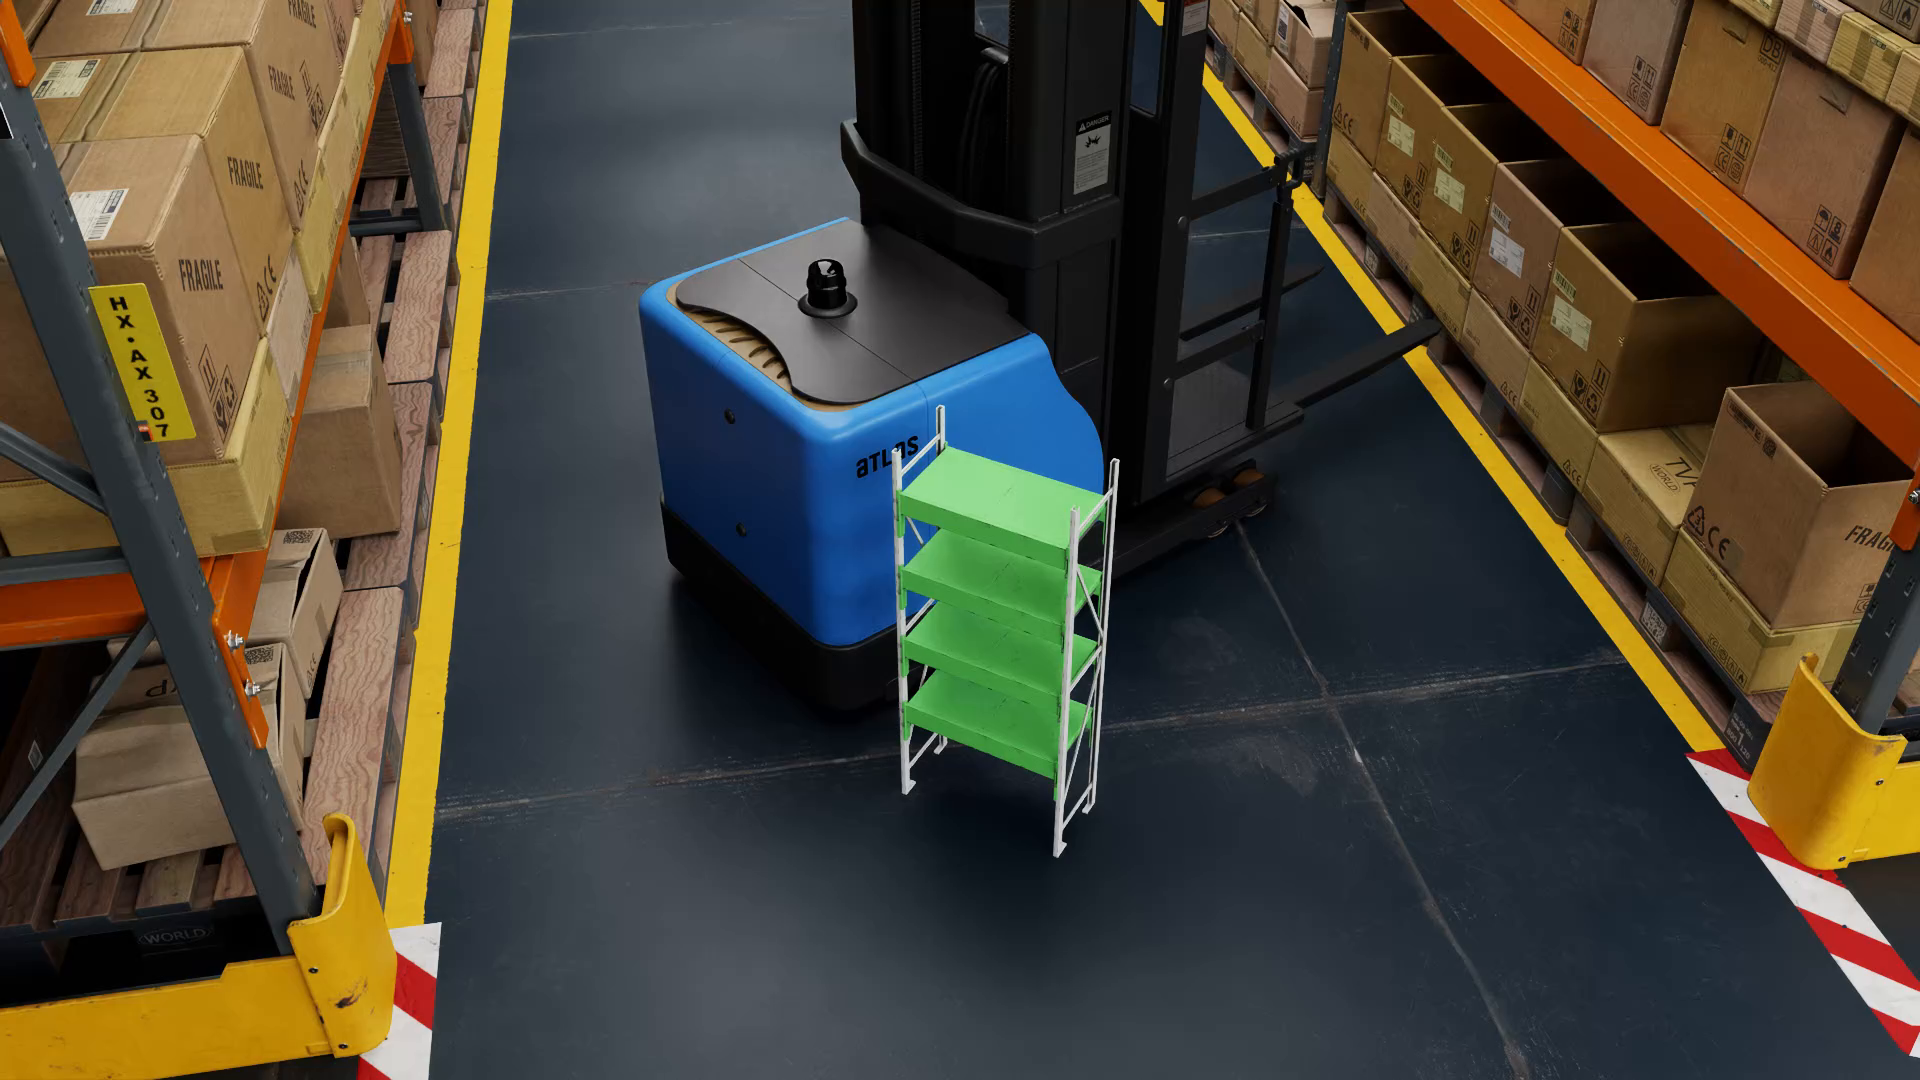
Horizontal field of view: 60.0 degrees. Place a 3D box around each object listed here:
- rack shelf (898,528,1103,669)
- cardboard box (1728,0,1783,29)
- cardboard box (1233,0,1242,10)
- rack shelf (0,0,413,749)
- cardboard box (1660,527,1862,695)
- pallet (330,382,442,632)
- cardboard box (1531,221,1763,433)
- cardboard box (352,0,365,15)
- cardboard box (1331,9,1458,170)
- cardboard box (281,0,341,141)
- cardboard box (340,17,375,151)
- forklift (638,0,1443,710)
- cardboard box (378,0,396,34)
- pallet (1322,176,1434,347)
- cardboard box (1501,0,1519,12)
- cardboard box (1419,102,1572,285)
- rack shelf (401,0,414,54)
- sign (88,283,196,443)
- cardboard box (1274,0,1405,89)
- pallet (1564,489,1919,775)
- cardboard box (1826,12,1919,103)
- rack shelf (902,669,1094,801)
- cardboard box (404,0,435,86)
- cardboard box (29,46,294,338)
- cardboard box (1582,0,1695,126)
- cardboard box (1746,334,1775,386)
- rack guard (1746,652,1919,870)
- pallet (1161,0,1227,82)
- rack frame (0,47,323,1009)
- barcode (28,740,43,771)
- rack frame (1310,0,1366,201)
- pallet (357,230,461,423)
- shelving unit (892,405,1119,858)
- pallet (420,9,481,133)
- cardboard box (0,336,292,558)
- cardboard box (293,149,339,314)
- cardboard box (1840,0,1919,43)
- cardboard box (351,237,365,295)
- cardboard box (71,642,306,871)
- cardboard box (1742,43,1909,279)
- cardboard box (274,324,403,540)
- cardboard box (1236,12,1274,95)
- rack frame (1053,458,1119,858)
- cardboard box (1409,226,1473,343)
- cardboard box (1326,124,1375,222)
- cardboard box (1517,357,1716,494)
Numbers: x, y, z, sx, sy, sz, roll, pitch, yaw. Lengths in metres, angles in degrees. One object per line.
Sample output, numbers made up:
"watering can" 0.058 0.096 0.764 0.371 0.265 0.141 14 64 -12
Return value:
"rack shelf" 0.110 0.129 4.318 0.480 0.148 0.258 19 42 23
"cardboard box" 2.429 -1.579 4.728 0.380 0.149 0.250 -5 38 -7
"cardboard box" 1.627 -2.997 8.604 0.500 0.311 0.500 -6 38 -8
"rack shelf" -2.363 -0.839 4.971 1.077 0.370 4.000 -6 38 -8
"cardboard box" 2.479 0.178 4.975 0.500 0.250 0.500 -6 38 -8
"pallet" -2.344 -0.090 5.693 1.003 0.211 1.213 -6 38 -8
"cardboard box" 2.287 -0.721 5.520 0.500 0.500 0.500 -6 38 -8
"cardboard box" -2.233 -2.023 5.404 0.500 0.500 0.500 -6 38 -8
"cardboard box" 1.936 -1.929 7.075 0.500 0.500 0.500 -6 38 -8
"cardboard box" -2.064 -1.404 4.606 0.500 0.500 0.500 -5 38 -7
"cardboard box" -2.150 -1.422 5.242 0.500 0.250 0.500 -6 38 -8
"forklift" 0.488 -1.396 5.158 3.031 2.935 1.130 -26 45 -30
"cardboard box" -2.332 -2.026 6.019 0.500 0.250 0.500 -6 38 -8
"pallet" 2.261 -1.280 7.226 1.003 0.211 1.213 -6 38 -8
"cardboard box" 2.346 -2.321 6.210 0.700 0.500 0.500 -7 38 -8
"cardboard box" 2.111 -1.325 6.298 0.500 0.500 0.500 -6 38 -8
"rack shelf" -3.064 -3.255 8.081 1.077 0.370 4.000 -6 38 -8
"sign" -1.478 -0.316 3.006 0.100 0.325 0.005 -6 38 -8
"cardboard box" 1.810 -2.382 7.812 0.500 0.311 0.500 -6 38 -8
"pallet" 2.689 0.193 5.329 1.003 0.211 1.213 -6 38 -8
"cardboard box" 2.517 -1.269 4.328 0.380 0.149 0.250 -7 38 -9
"rack shelf" 0.110 0.509 4.613 0.480 0.148 0.258 19 42 23
"cardboard box" -3.049 -2.580 8.305 0.700 0.500 0.500 -6 38 -7
"cardboard box" -1.877 -0.780 3.804 0.500 0.500 0.500 -6 38 -8
"cardboard box" 2.521 -1.708 5.422 0.700 0.500 0.500 -5 38 -7
"cardboard box" 2.799 -0.777 5.592 0.500 0.500 0.500 -6 38 -8
"rack guard" 2.868 0.551 4.633 1.175 0.500 0.348 -6 38 -8
"pallet" 1.778 -2.944 9.368 1.003 0.211 1.213 -6 38 -8
"rack frame" -2.012 0.085 3.196 1.000 3.000 0.127 -6 38 -8
"barcode" -2.442 0.574 4.392 0.001 0.075 0.075 -6 38 -8
"rack frame" 2.163 -2.866 6.994 1.000 3.000 0.127 -6 38 -8
"pallet" -2.561 -0.828 6.644 1.003 0.211 1.213 -6 38 -8
"shelving unit" 0.110 0.269 4.426 0.503 1.200 0.258 19 42 23
"pallet" -3.069 -2.439 8.717 1.003 0.211 1.213 -6 38 -8
"cardboard box" -1.785 -0.193 3.659 0.500 0.250 0.500 -7 38 -9
"cardboard box" -1.974 -0.813 4.458 0.500 0.250 0.500 -7 38 -9
"cardboard box" 2.688 -1.634 4.270 0.700 0.500 0.500 -7 38 -9
"cardboard box" -2.590 -1.066 6.628 0.380 0.166 0.250 -11 39 -14
"cardboard box" -2.045 0.545 4.436 0.500 0.311 0.500 -10 39 -13
"cardboard box" 2.698 -1.090 4.626 0.700 0.500 0.500 -5 38 -7
"cardboard box" -2.224 -0.322 5.399 0.700 0.500 0.500 -9 39 -11
"cardboard box" 1.718 -2.471 8.385 0.500 0.250 0.500 -7 38 -9
"rack frame" 0.323 0.341 4.333 0.015 1.200 0.240 19 42 23
"cardboard box" 2.111 -1.028 6.528 0.500 0.250 0.500 -6 38 -8
"cardboard box" 1.946 -1.634 7.307 0.500 0.250 0.500 -6 38 -8
"cardboard box" 2.290 -0.425 5.751 0.500 0.250 0.500 -6 38 -8
